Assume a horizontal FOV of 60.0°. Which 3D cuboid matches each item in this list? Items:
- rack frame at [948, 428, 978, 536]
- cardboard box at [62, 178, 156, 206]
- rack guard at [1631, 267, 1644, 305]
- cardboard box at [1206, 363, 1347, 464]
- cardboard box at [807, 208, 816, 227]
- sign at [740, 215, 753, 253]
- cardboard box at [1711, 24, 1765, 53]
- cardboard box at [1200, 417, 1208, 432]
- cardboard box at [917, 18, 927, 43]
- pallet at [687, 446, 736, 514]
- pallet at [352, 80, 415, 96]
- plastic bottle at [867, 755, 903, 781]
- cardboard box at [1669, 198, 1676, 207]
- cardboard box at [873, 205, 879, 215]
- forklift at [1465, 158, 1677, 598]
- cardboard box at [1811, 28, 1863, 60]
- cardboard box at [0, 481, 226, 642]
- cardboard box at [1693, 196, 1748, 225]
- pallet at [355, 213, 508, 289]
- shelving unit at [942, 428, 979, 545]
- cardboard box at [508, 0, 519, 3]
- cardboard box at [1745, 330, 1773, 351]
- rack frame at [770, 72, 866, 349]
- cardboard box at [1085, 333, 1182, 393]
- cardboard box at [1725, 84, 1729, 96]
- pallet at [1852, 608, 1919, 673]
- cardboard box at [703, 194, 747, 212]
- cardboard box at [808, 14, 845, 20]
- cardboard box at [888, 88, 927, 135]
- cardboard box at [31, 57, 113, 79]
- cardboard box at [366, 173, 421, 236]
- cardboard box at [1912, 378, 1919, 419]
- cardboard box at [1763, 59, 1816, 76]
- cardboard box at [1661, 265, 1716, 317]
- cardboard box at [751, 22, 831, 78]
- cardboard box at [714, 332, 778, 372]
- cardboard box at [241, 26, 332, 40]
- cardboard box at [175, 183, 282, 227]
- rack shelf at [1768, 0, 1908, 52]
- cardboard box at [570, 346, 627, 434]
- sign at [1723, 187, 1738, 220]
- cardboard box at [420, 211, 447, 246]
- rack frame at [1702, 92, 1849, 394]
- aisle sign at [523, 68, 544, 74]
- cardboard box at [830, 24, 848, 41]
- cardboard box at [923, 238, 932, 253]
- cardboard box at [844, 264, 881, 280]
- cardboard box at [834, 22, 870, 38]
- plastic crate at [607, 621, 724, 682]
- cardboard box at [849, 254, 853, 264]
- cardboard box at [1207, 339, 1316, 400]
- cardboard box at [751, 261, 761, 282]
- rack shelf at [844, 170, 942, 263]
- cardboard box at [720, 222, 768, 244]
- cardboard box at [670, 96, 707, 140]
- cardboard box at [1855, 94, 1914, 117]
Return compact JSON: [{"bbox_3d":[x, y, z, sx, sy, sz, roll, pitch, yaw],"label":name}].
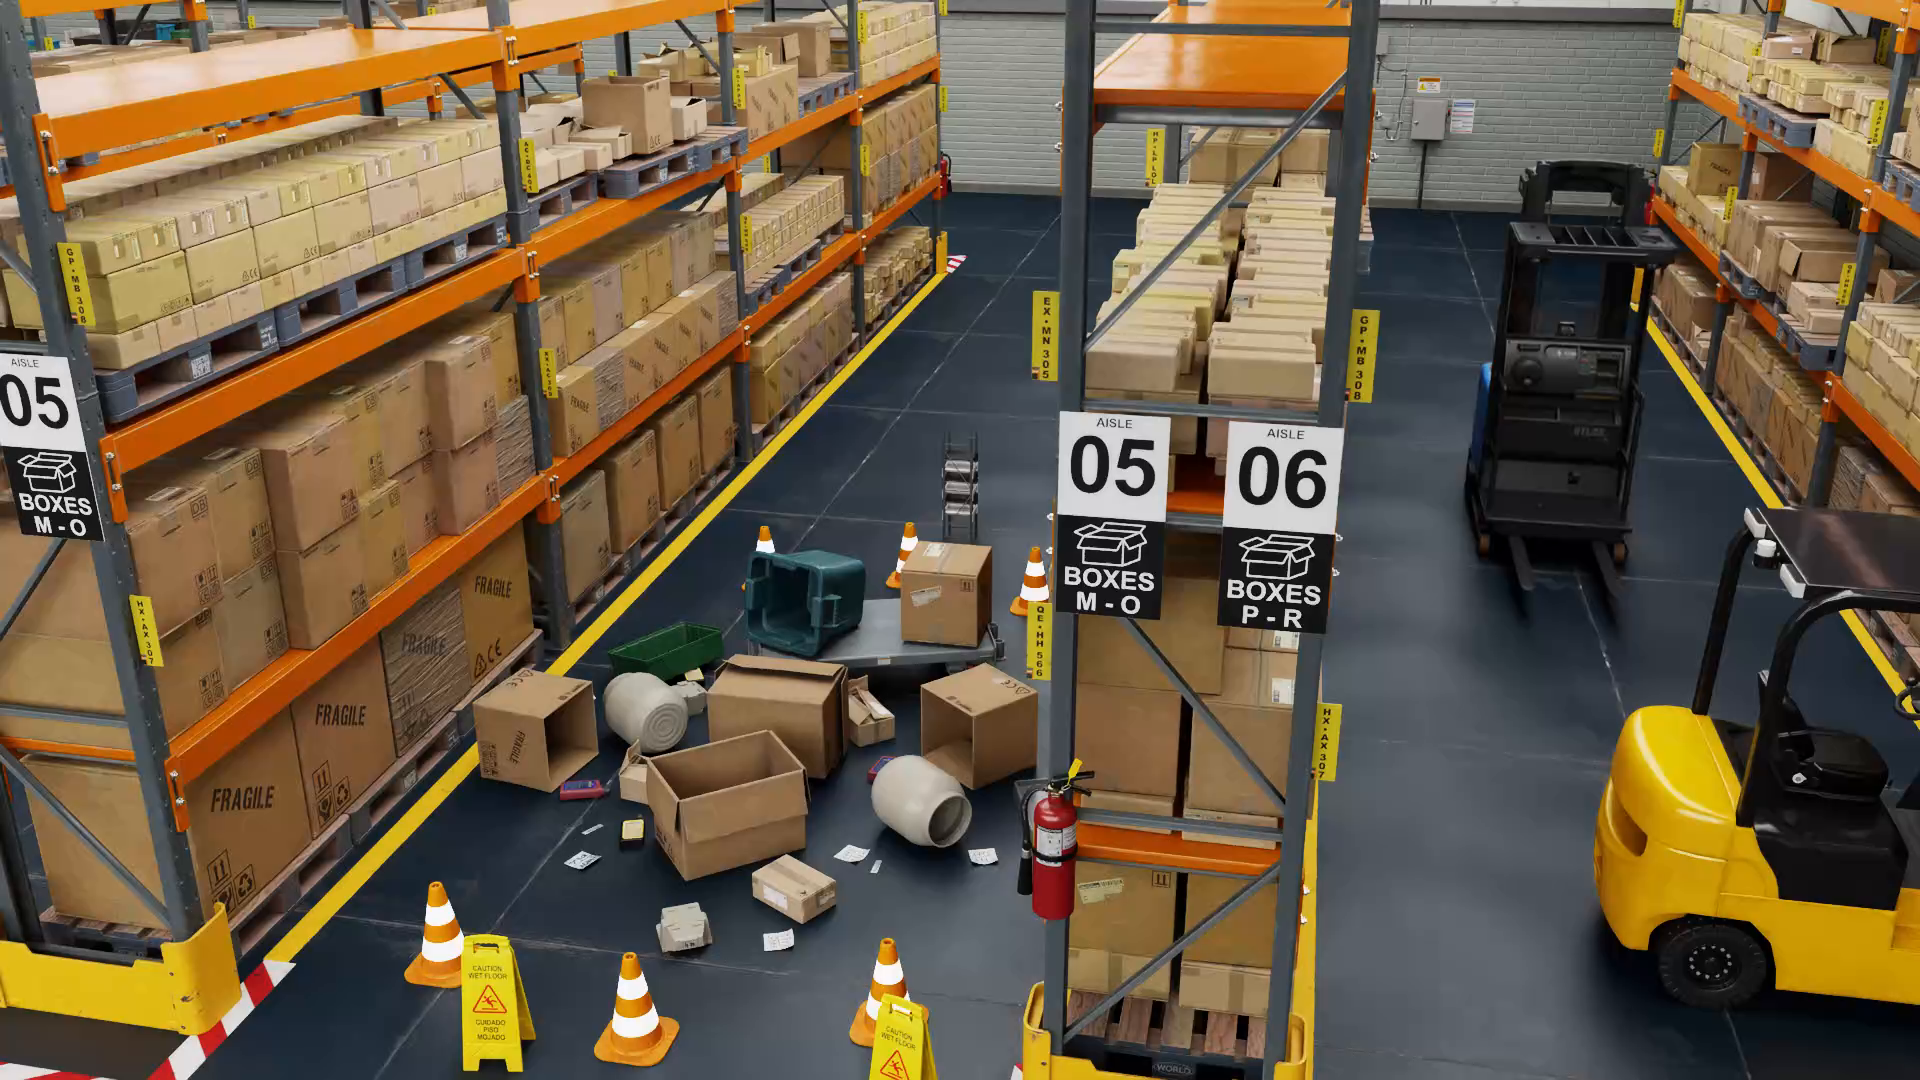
[{"bbox_3d":[0.022,-0.458,13.285,0.240,0.900,0.006,4,22,11],"label":"rack frame"},{"bbox_3d":[-4.074,-1.622,7.924,0.380,0.149,0.250,5,22,11],"label":"cardboard box"},{"bbox_3d":[8.957,-3.163,20.539,1.175,0.500,0.348,4,22,11],"label":"rack guard"},{"bbox_3d":[1.211,-0.499,6.366,0.500,0.250,0.500,4,22,10],"label":"cardboard box"},{"bbox_3d":[-1.670,-3.278,16.854,0.380,0.149,0.250,3,22,8],"label":"cardboard box"},{"bbox_3d":[-1.842,-2.638,14.339,0.100,0.325,0.005,4,22,11],"label":"sign"},{"bbox_3d":[8.331,-5.343,17.722,0.500,0.250,0.500,5,22,12],"label":"cardboard box"},{"bbox_3d":[0.870,-0.578,7.095,0.380,0.149,0.250,5,22,11],"label":"cardboard box"},{"bbox_3d":[-0.702,-6.247,20.365,0.500,0.250,0.500,4,22,9],"label":"cardboard box"},{"bbox_3d":[-2.621,-0.566,14.477,1.003,0.211,1.213,4,22,11],"label":"pallet"},{"bbox_3d":[-6.544,-4.984,17.954,0.805,0.209,1.217,4,22,9],"label":"pallet"},{"bbox_3d":[-0.435,1.353,9.912,0.133,0.061,0.283,8,23,20],"label":"plastic bottle"},{"bbox_3d":[8.630,-4.038,19.701,0.380,0.149,0.250,5,22,12],"label":"cardboard box"},{"bbox_3d":[-1.148,-3.868,19.278,0.380,0.149,0.250,3,22,9],"label":"cardboard box"},{"bbox_3d":[4.673,-1.328,12.727,1.130,2.935,3.031,5,22,11],"label":"forklift"},{"bbox_3d":[8.161,-4.617,15.474,0.396,0.266,0.258,4,22,10],"label":"cardboard box"},{"bbox_3d":[-3.905,0.080,7.493,0.875,0.550,0.550,4,22,11],"label":"cardboard box"},{"bbox_3d":[8.224,-3.527,17.897,0.500,0.250,0.500,4,22,11],"label":"cardboard box"},{"bbox_3d":[-3.380,-1.731,9.740,1.003,0.211,1.213,4,22,11],"label":"pallet"},{"bbox_3d":[0.002,-0.420,13.193,0.258,0.900,0.210,4,22,11],"label":"shelving unit"},{"bbox_3d":[-5.934,-6.578,20.827,0.700,0.500,0.500,3,22,7],"label":"cardboard box"},{"bbox_3d":[7.801,-1.911,15.999,0.380,0.149,0.250,3,22,8],"label":"cardboard box"},{"bbox_3d":[-1.570,-3.605,18.290,1.000,3.000,0.127,4,22,11],"label":"rack frame"},{"bbox_3d":[0.628,-0.667,6.248,0.380,0.149,0.250,5,22,11],"label":"cardboard box"},{"bbox_3d":[8.195,-4.688,17.301,0.380,0.149,0.250,5,23,13],"label":"cardboard box"},{"bbox_3d":[6.883,0.612,11.552,1.003,0.211,1.213,4,22,11],"label":"pallet"},{"bbox_3d":[-2.364,-3.377,16.702,0.380,0.149,0.250,5,23,13],"label":"cardboard box"},{"bbox_3d":[-1.535,-5.954,19.105,0.380,0.149,0.250,4,22,11],"label":"cardboard box"},{"bbox_3d":[-0.707,-5.344,20.738,0.500,0.500,0.500,4,22,9],"label":"cardboard box"},{"bbox_3d":[-7.284,-3.665,13.620,0.500,0.500,0.500,5,22,12],"label":"cardboard box"},{"bbox_3d":[-3.259,-1.813,8.931,0.500,0.250,0.500,4,22,10],"label":"cardboard box"},{"bbox_3d":[6.703,-0.882,11.059,0.500,0.250,0.500,5,22,12],"label":"cardboard box"},{"bbox_3d":[7.681,-4.363,15.398,0.380,0.149,0.250,5,22,12],"label":"cardboard box"},{"bbox_3d":[8.542,-2.860,19.223,0.700,0.500,0.500,5,23,13],"label":"cardboard box"},{"bbox_3d":[-1.755,-5.107,17.309,0.700,0.500,0.500,4,22,11],"label":"cardboard box"},{"bbox_3d":[-2.009,-1.759,15.486,0.500,0.250,0.500,3,22,8],"label":"cardboard box"},{"bbox_3d":[-6.825,-4.940,16.889,0.797,0.503,0.637,4,22,10],"label":"cardboard box"},{"bbox_3d":[-3.431,-1.572,7.799,0.380,0.149,0.250,4,22,10],"label":"cardboard box"},{"bbox_3d":[7.748,-4.420,13.781,1.077,0.370,4.000,4,22,11],"label":"rack shelf"},{"bbox_3d":[-2.730,-1.082,11.892,0.500,0.500,0.500,5,22,11],"label":"cardboard box"},{"bbox_3d":[7.624,-3.328,16.442,0.100,0.325,0.005,4,22,11],"label":"sign"},{"bbox_3d":[-3.119,-1.757,9.327,0.380,0.149,0.250,5,22,11],"label":"cardboard box"},{"bbox_3d":[8.156,-2.888,16.508,1.000,3.000,0.127,4,22,11],"label":"rack frame"},{"bbox_3d":[-5.868,-6.738,22.589,0.394,0.787,0.004,4,22,11],"label":"aisle sign"},{"bbox_3d":[-1.274,-5.432,17.808,0.380,0.149,0.250,4,22,10],"label":"cardboard box"},{"bbox_3d":[-0.582,-3.864,21.787,0.380,0.149,0.250,4,22,9],"label":"cardboard box"},{"bbox_3d":[-1.149,-3.153,19.625,0.380,0.149,0.250,4,22,10],"label":"cardboard box"},{"bbox_3d":[-1.186,-5.529,18.049,0.380,0.149,0.250,4,22,9],"label":"cardboard box"},{"bbox_3d":[-1.956,0.762,11.134,0.450,0.188,0.662,7,21,42],"label":"plastic crate"},{"bbox_3d":[-1.400,-3.469,20.408,0.380,0.149,0.250,5,22,11],"label":"cardboard box"},{"bbox_3d":[1.120,-0.635,6.169,0.380,0.149,0.250,4,22,11],"label":"cardboard box"},{"bbox_3d":[-2.043,-2.467,15.237,0.380,0.149,0.250,6,23,14],"label":"cardboard box"},{"bbox_3d":[-1.162,-4.003,20.240,1.077,0.370,4.000,4,22,11],"label":"rack shelf"},{"bbox_3d":[-1.996,-2.838,15.364,0.380,0.149,0.250,4,22,11],"label":"cardboard box"},{"bbox_3d":[-2.306,-3.328,13.010,0.500,0.311,0.500,4,22,11],"label":"cardboard box"},{"bbox_3d":[7.282,-3.407,13.052,0.380,0.149,0.250,4,22,9],"label":"cardboard box"}]
